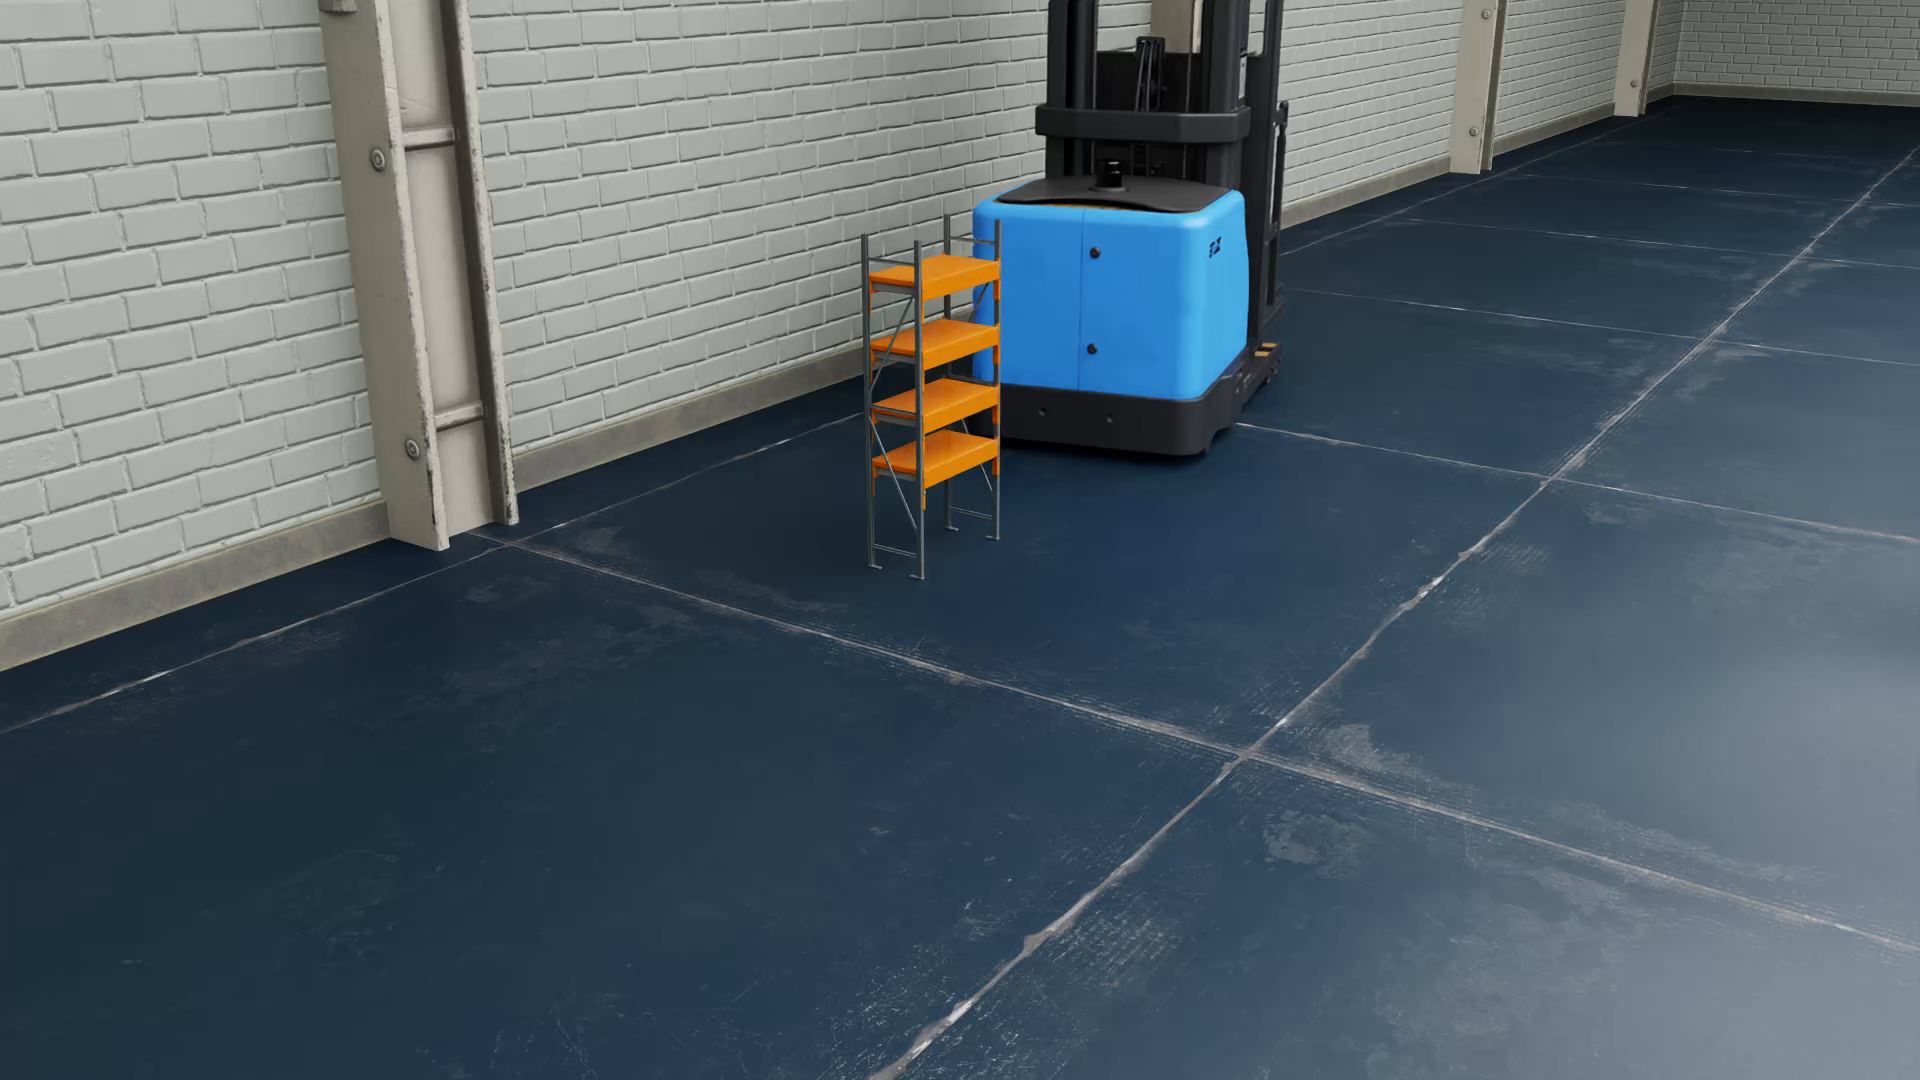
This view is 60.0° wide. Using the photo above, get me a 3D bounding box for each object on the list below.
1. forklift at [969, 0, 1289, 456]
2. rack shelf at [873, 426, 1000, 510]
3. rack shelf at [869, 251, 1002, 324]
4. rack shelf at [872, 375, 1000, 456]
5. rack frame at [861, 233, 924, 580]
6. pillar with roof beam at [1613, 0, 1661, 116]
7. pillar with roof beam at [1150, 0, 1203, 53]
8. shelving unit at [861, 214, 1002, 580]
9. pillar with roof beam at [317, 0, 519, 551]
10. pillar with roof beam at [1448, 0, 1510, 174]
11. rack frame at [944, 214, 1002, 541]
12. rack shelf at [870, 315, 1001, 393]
[{"bbox_3d":[1.027,-2.207,8.008,1.130,2.935,3.031,7,22,19],"label":"forklift"},{"bbox_3d":[-0.093,-0.266,6.021,0.258,0.148,0.480,13,24,32],"label":"rack shelf"},{"bbox_3d":[-0.093,-0.884,5.792,0.258,0.148,0.480,13,24,32],"label":"rack shelf"},{"bbox_3d":[-0.093,-0.452,5.952,0.258,0.148,0.480,13,24,32],"label":"rack shelf"},{"bbox_3d":[-0.230,-0.445,5.739,0.240,1.200,0.015,13,24,32],"label":"rack frame"},{"bbox_3d":[11.733,-8.591,16.518,9.100,9.000,0.400,13,24,32],"label":"pillar with roof beam"},{"bbox_3d":[4.987,-5.148,7.210,9.100,9.000,0.400,13,24,32],"label":"pillar with roof beam"},{"bbox_3d":[-0.093,-0.515,5.928,0.258,1.200,0.503,13,24,32],"label":"shelving unit"},{"bbox_3d":[1.614,-3.426,2.556,9.100,9.000,0.400,13,24,32],"label":"pillar with roof beam"},{"bbox_3d":[8.360,-6.869,11.864,9.100,9.000,0.400,13,24,32],"label":"pillar with roof beam"},{"bbox_3d":[0.044,-0.585,6.118,0.240,1.200,0.015,13,24,32],"label":"rack frame"},{"bbox_3d":[-0.093,-0.662,5.874,0.258,0.148,0.480,13,24,32],"label":"rack shelf"}]
